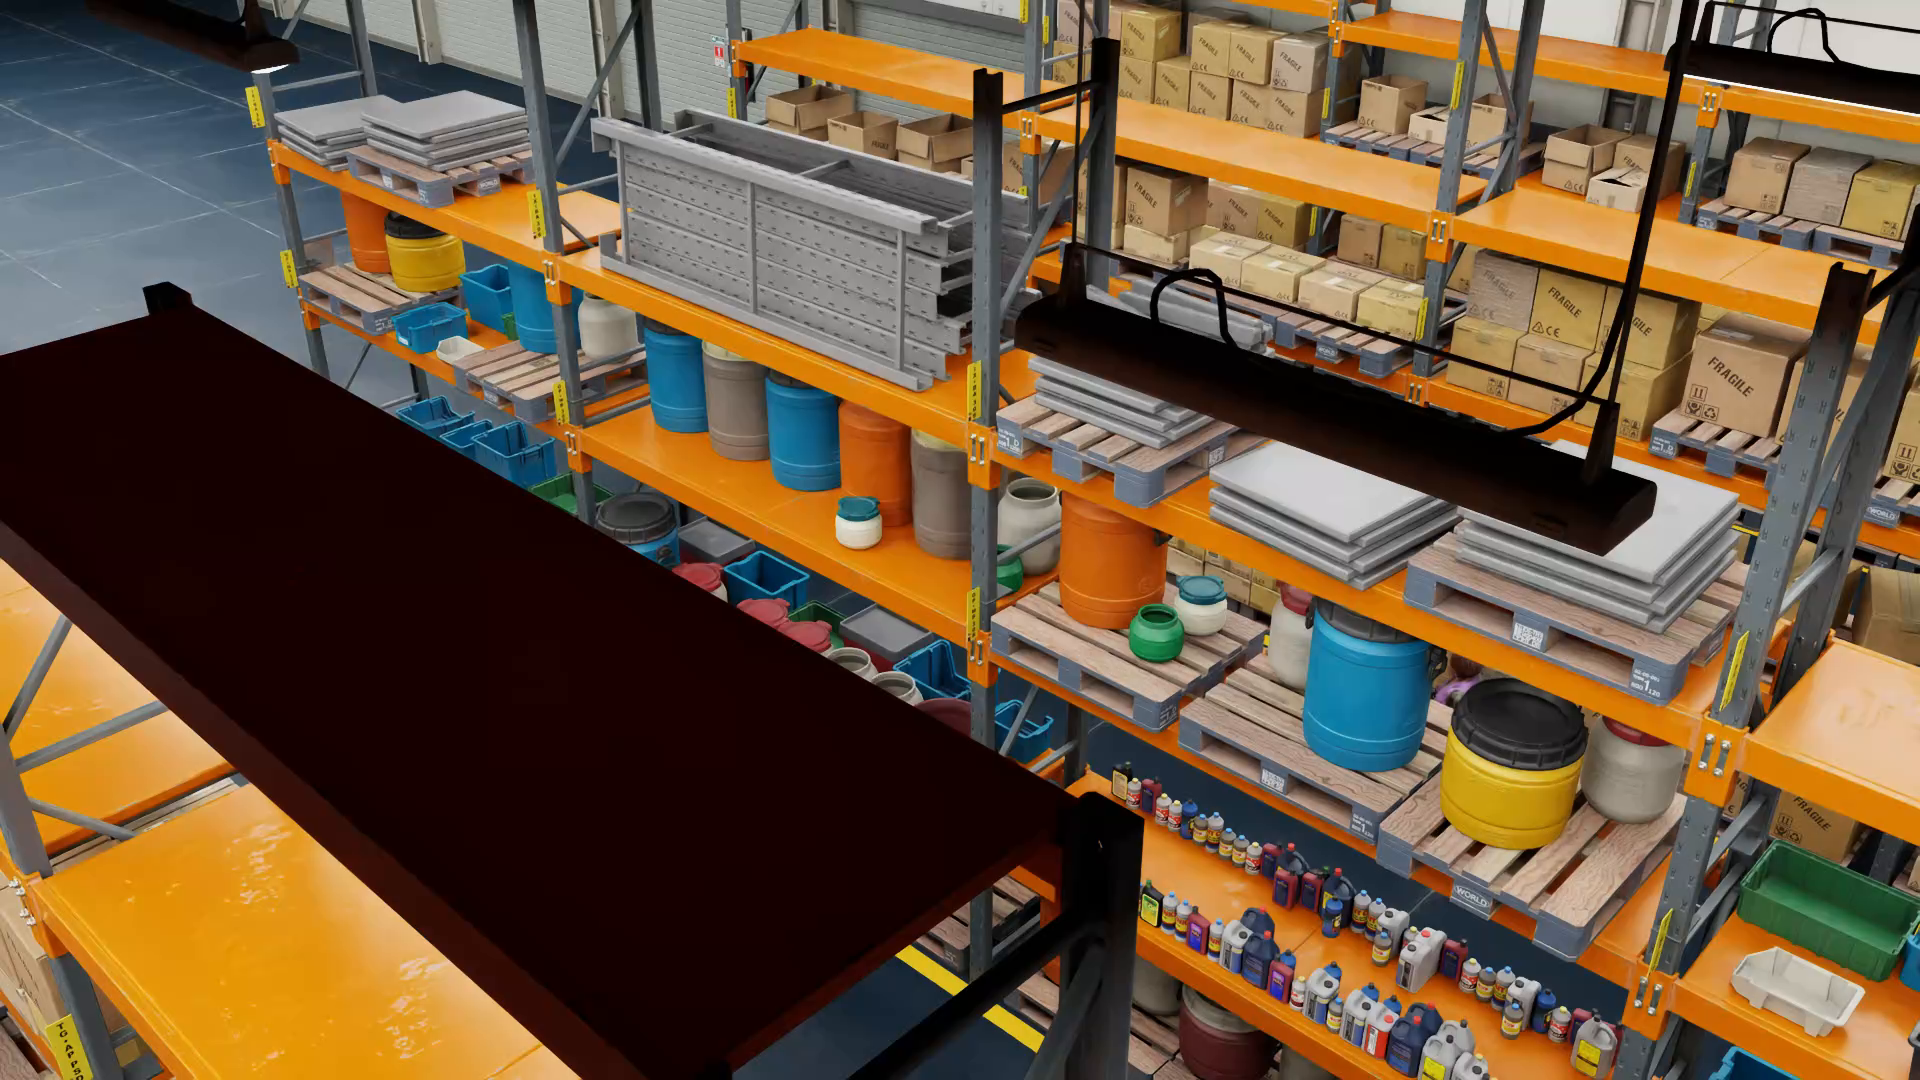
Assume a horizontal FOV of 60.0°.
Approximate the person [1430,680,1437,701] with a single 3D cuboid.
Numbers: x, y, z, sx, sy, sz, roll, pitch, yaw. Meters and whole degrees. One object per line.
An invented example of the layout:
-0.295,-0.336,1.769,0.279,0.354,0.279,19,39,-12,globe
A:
3.332,1.157,12.035,0.482,1.584,0.418,24,37,36,person
